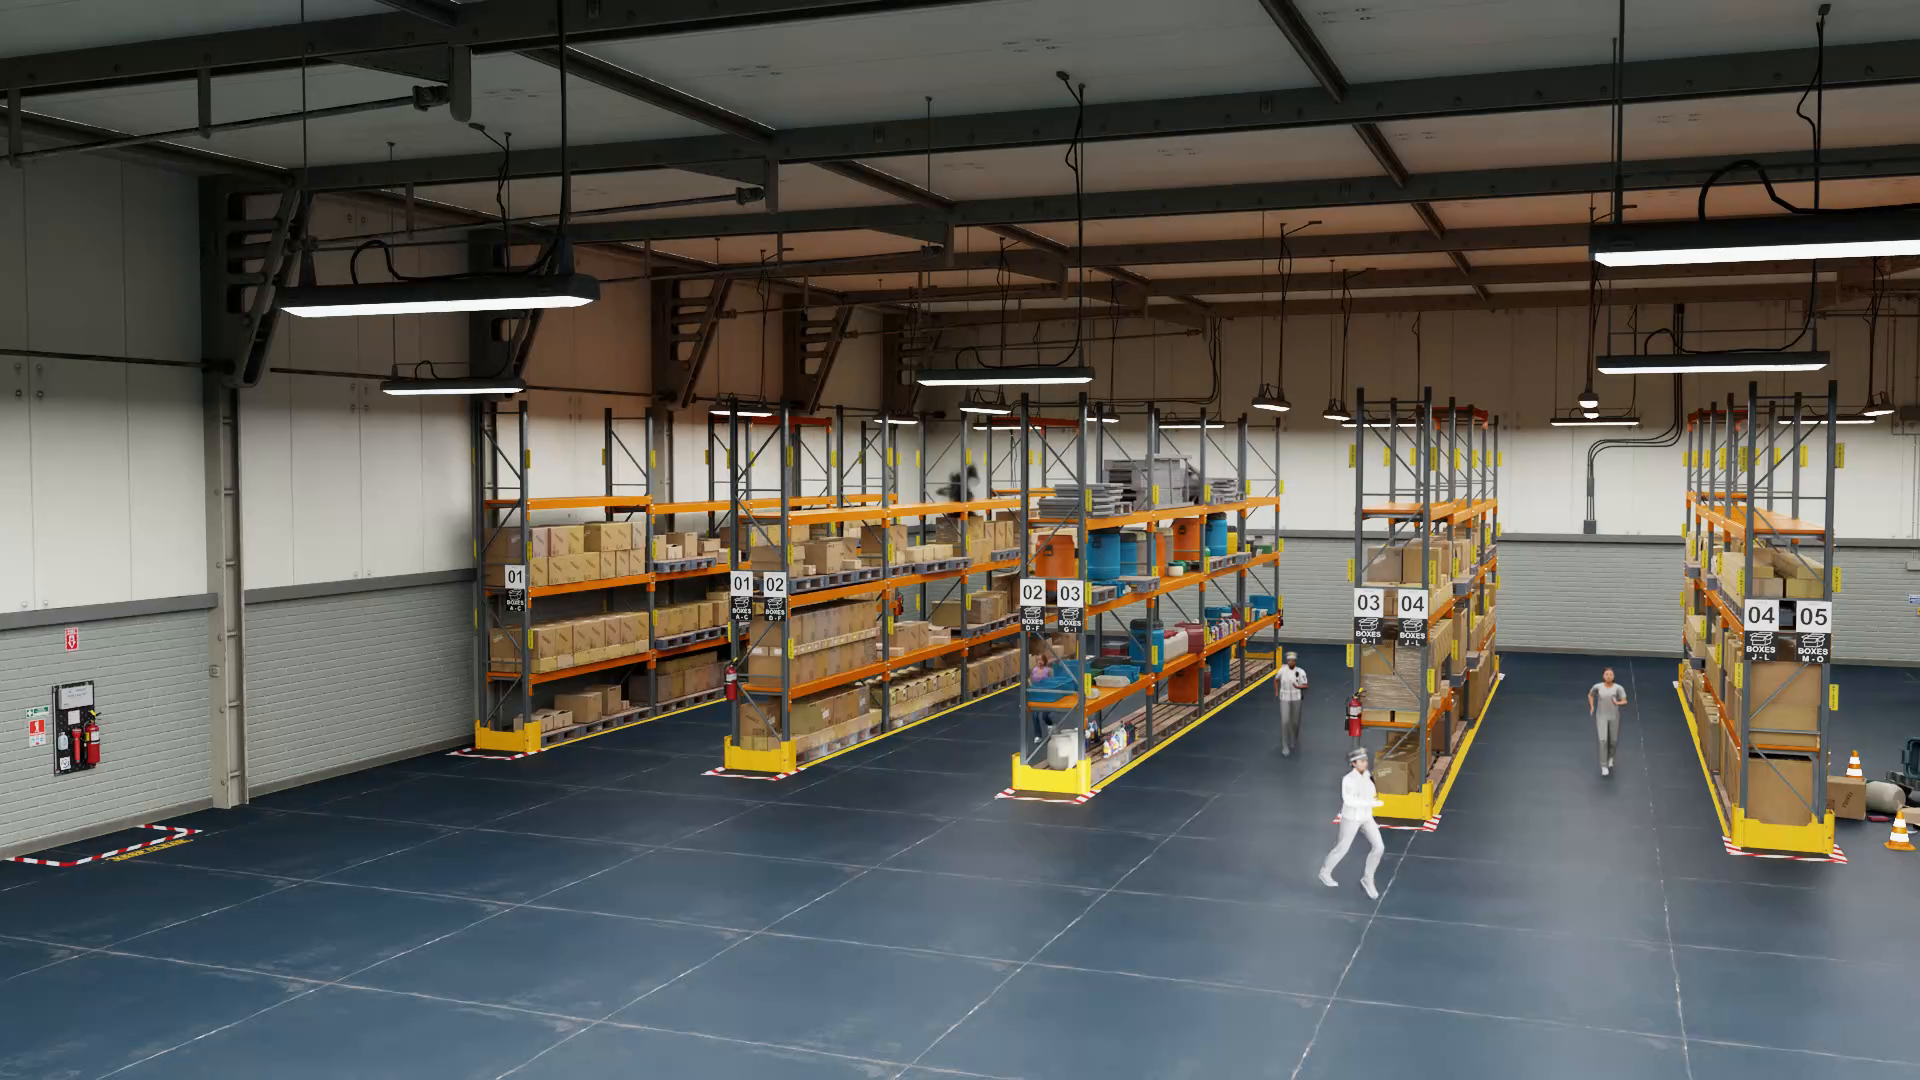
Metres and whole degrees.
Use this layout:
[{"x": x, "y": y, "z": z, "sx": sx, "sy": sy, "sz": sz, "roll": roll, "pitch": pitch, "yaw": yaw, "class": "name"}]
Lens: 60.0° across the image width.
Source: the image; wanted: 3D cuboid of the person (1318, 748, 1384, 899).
[{"x": 4.553, "y": 3.228, "z": 19.115, "sx": 0.622, "sy": 1.729, "sz": 0.866, "roll": -2, "pitch": 3, "yaw": -35, "class": "person"}]

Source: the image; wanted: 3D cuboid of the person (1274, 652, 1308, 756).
[{"x": 5.648, "y": 2.757, "z": 28.378, "sx": 0.562, "sy": 1.721, "sz": 0.867, "roll": 0, "pitch": 3, "yaw": 10, "class": "person"}]

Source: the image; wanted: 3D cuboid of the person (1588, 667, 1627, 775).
[{"x": 10.313, "y": 2.851, "z": 26.476, "sx": 0.563, "sy": 1.658, "sz": 0.966, "roll": 1, "pitch": 3, "yaw": 17, "class": "person"}]

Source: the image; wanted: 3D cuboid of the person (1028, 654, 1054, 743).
[{"x": 1.437, "y": 2.834, "z": 29.457, "sx": 0.542, "sy": 1.464, "sz": 0.680, "roll": 1, "pitch": 3, "yaw": 20, "class": "person"}]
